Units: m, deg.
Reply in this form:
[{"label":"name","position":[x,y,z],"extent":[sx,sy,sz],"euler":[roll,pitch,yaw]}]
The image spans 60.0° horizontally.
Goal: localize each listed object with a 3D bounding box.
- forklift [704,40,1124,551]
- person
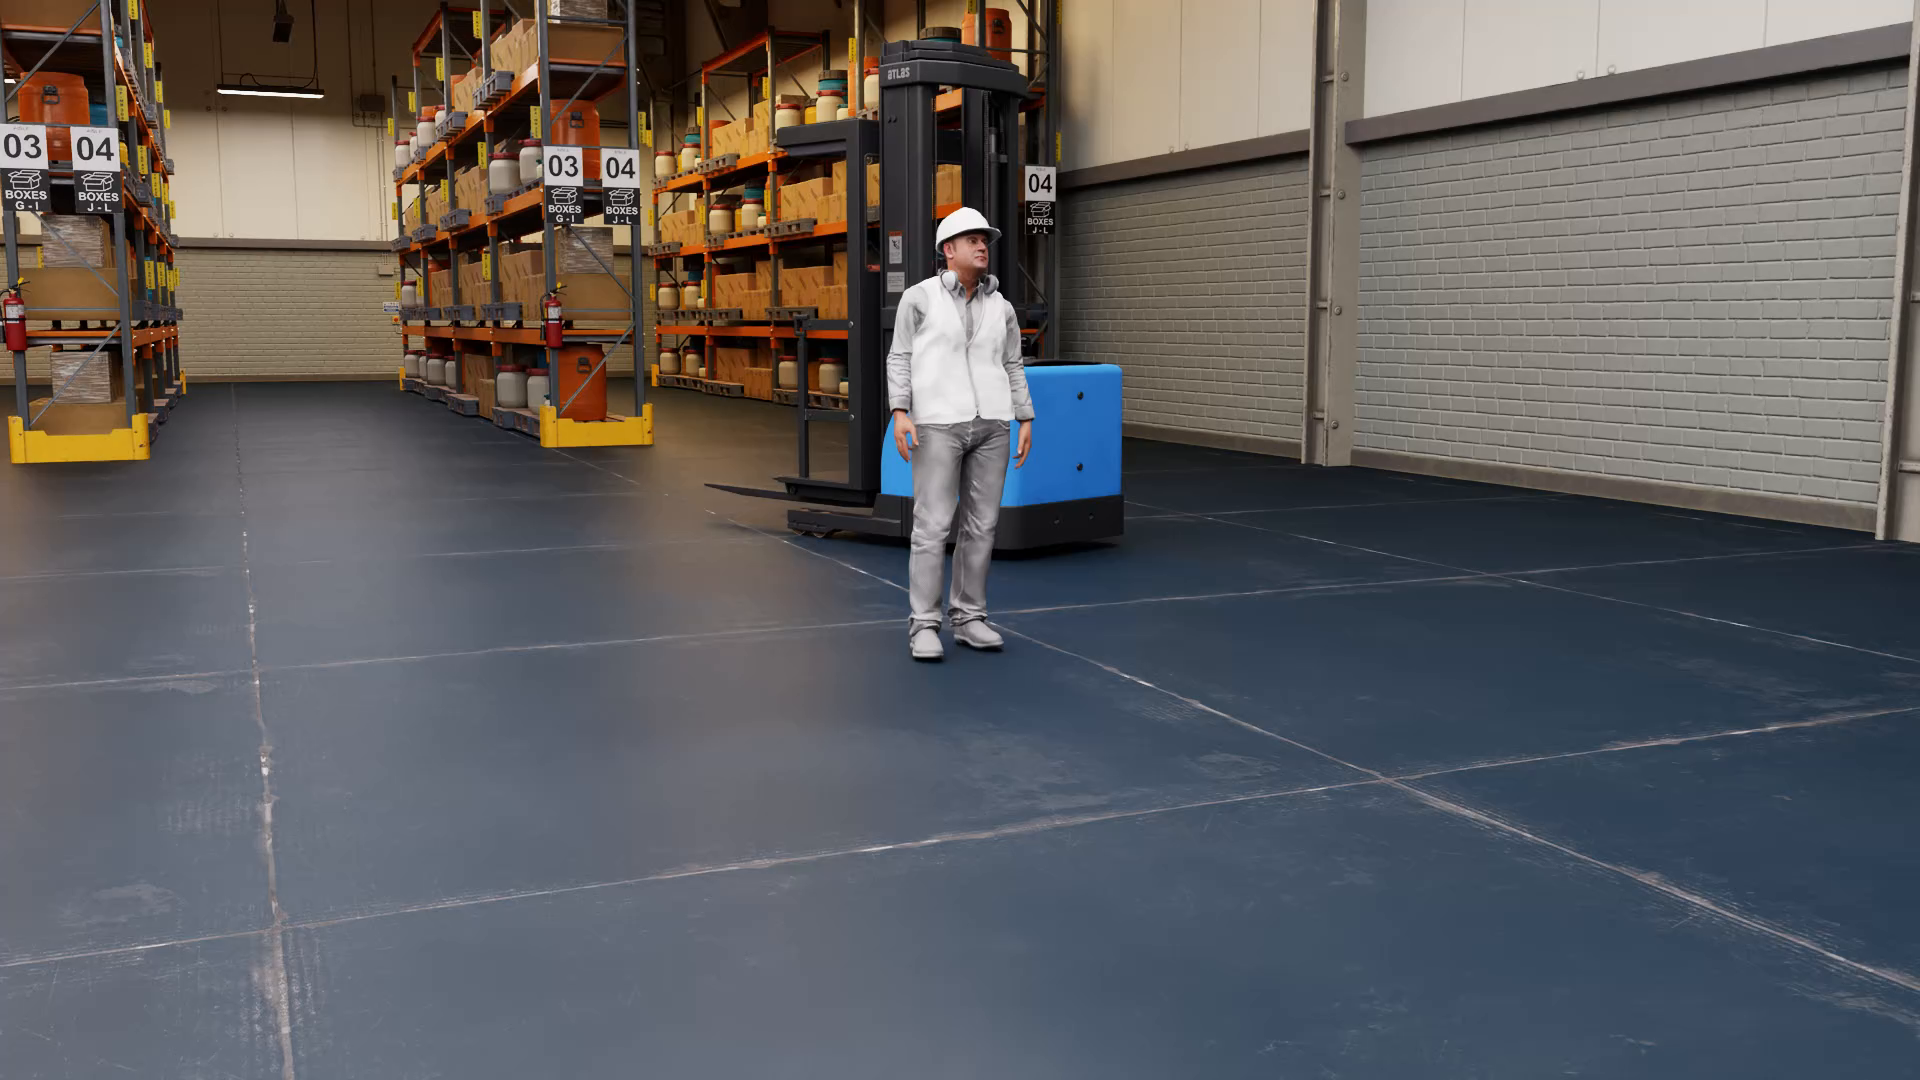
[{"label":"forklift","position":[-0.436,-1.509,10.383],"extent":[3.031,2.935,1.130],"euler":[7,10,44]},{"label":"person","position":[0.030,-0.449,6.716],"extent":[0.633,1.774,0.568],"euler":[-3,8,-23]}]
